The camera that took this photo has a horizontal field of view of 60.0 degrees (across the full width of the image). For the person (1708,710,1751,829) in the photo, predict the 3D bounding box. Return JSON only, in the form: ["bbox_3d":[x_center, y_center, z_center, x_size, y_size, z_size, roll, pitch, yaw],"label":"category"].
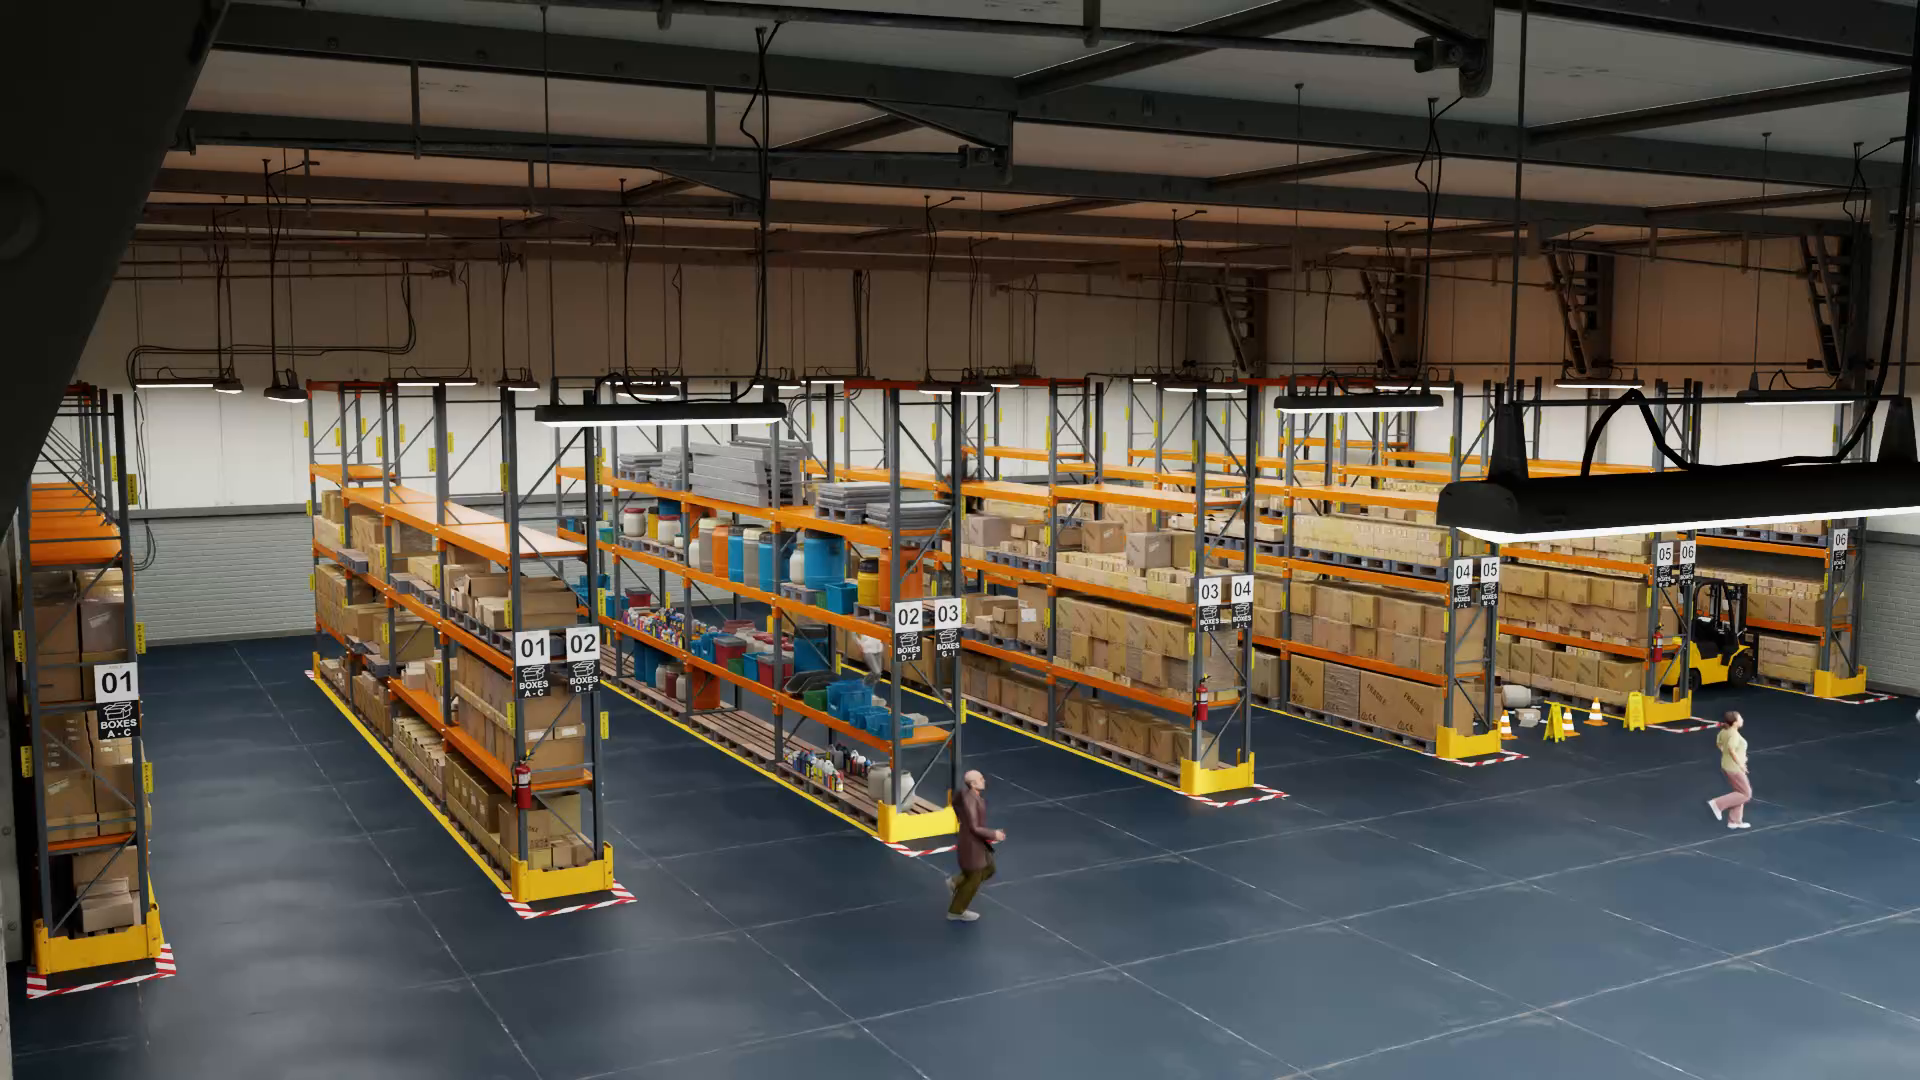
[{"bbox_3d":[10.472,3.121,22.618,0.597,1.624,0.596,0,6,0],"label":"person"}]

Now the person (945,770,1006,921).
[{"bbox_3d":[0.176,3.459,18.931,0.694,1.732,0.731,0,6,-1],"label":"person"}]

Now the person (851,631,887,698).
[{"bbox_3d":[-1.556,2.005,29.863,0.652,1.744,0.544,-6,8,-44],"label":"person"}]
